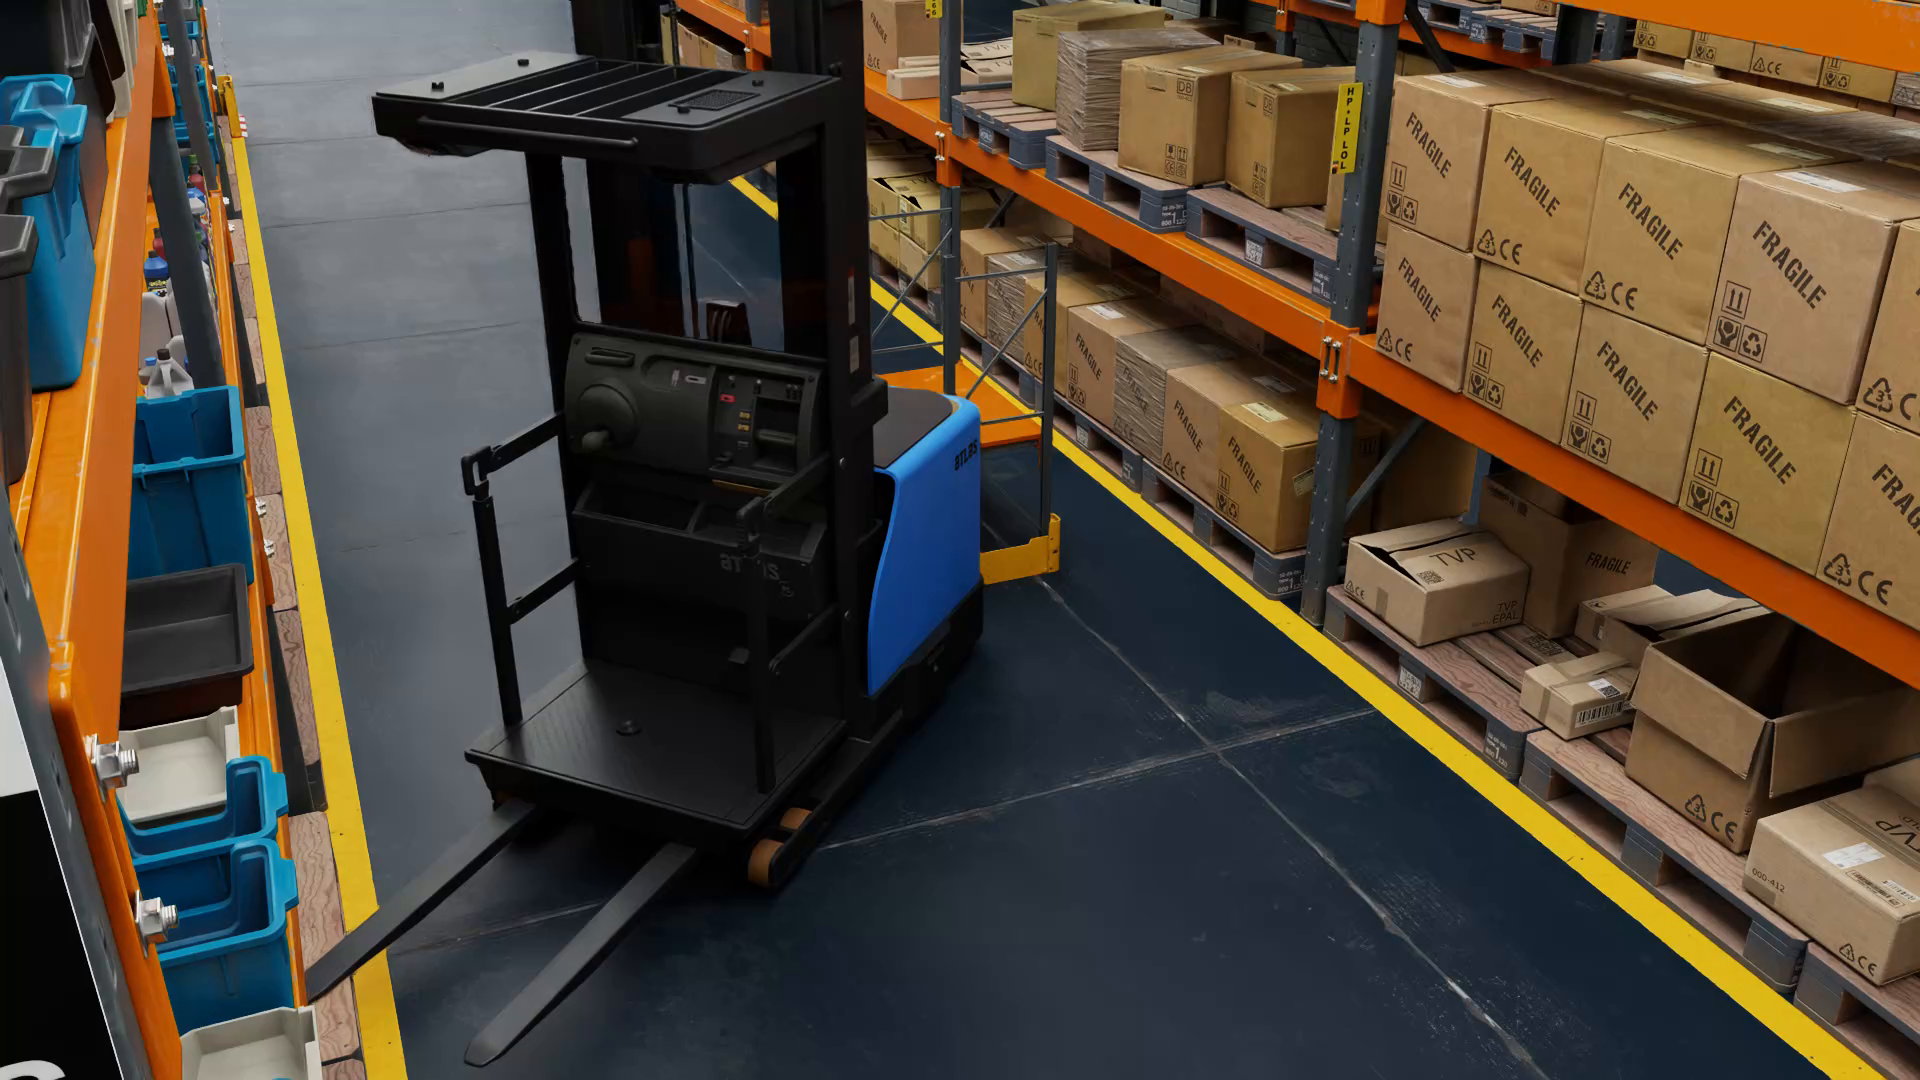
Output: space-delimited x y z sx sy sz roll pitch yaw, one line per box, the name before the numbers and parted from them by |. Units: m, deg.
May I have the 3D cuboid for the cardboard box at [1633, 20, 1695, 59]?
cardboard box | 4.873 -3.499 11.023 0.500 0.500 0.500 -10 28 -19

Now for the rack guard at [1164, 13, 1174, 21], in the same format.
rack guard | 1.815 -5.628 18.706 1.175 0.500 0.348 -11 28 -21

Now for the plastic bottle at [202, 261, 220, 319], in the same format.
plastic bottle | -2.973 -0.988 6.500 0.097 0.271 0.097 0 26 0

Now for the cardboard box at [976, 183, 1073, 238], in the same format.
cardboard box | 0.427 -2.166 10.784 0.500 0.311 0.500 -10 28 -19

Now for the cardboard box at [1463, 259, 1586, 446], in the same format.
cardboard box | 2.081 -0.671 5.591 0.500 0.500 0.500 -10 28 -20

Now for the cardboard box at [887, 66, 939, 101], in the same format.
cardboard box | -0.244 -2.902 10.561 0.380 0.149 0.250 -11 28 -21

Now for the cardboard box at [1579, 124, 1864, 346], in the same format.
cardboard box | 2.257 -0.924 4.971 0.500 0.500 0.500 -11 28 -22

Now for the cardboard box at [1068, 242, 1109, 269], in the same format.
cardboard box | 0.944 -1.436 9.621 0.500 0.500 0.500 -9 28 -19

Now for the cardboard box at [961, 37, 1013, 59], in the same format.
cardboard box | 0.190 -3.053 10.687 0.500 0.311 0.500 -11 28 -21

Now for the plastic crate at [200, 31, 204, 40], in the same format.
plastic crate | -5.852 -3.670 11.918 0.767 0.338 0.504 -11 28 -21

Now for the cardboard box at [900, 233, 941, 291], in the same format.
cardboard box | -0.068 -1.823 10.720 0.500 0.250 0.500 -10 28 -19

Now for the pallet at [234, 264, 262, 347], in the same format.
pallet | -4.939 -1.408 10.393 1.003 0.211 1.213 -11 28 -21

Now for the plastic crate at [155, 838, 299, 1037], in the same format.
plastic crate | -1.374 0.740 2.937 0.416 0.233 0.300 -11 28 -21

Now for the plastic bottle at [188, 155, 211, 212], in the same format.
plastic bottle | -3.646 -1.707 7.961 0.061 0.283 0.133 -11 28 -21

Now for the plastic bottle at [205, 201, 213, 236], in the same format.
plastic bottle | -3.489 -1.488 7.606 0.097 0.201 0.097 0 26 0

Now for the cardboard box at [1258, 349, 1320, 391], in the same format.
cardboard box | 1.744 -0.609 7.927 0.500 0.500 0.500 -10 28 -20

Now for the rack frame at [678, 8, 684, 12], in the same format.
rack frame | -2.771 -5.929 16.474 1.000 3.000 0.127 -11 28 -21

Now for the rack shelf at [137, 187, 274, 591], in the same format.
rack shelf | -3.414 -0.719 6.624 1.077 0.370 4.000 -11 28 -21

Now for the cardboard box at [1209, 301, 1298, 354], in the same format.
cardboard box | 1.572 -1.137 8.152 0.500 0.250 0.500 -11 28 -20

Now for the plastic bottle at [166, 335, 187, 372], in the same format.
plastic bottle | -2.605 -0.579 5.659 0.152 0.276 0.135 -11 28 -21

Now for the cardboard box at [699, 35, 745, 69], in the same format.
cardboard box | -1.972 -4.159 14.650 0.500 0.500 0.500 -11 28 -21

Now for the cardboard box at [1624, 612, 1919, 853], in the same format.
cardboard box | 2.669 0.597 5.452 0.797 0.503 0.637 -11 28 -21

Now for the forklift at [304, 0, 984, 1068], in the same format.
forklift | -0.962 -0.391 5.211 1.130 2.935 3.031 11 28 21

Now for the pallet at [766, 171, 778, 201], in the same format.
pallet | -0.880 -2.770 13.183 1.003 0.211 1.213 -11 28 -21

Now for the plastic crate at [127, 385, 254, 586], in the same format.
plastic crate | -2.134 -0.125 4.536 0.392 0.384 0.575 -11 28 -21

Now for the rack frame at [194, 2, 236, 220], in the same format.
rack frame | -5.764 -3.464 11.427 1.000 3.000 0.127 -11 28 -21

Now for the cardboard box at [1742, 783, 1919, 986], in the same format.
cardboard box | 2.711 1.002 4.910 0.500 0.250 0.500 -11 28 -21

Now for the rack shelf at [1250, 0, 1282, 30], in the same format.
rack shelf | 2.569 -5.651 16.725 1.077 0.370 4.000 -11 28 -21

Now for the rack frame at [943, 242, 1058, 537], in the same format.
rack frame | 0.166 -0.503 7.071 0.500 1.500 0.032 -11 28 -21

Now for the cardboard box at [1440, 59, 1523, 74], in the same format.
cardboard box | 4.217 -3.693 13.387 0.500 0.250 0.500 -11 28 -21

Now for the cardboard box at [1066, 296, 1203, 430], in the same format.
cardboard box | 0.888 -0.917 8.557 0.500 0.500 0.500 -12 28 -22

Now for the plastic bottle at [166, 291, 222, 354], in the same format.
plastic bottle | -2.824 -0.805 6.122 0.152 0.276 0.135 -11 28 -21

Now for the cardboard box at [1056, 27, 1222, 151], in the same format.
cardboard box | 0.895 -2.296 8.441 0.700 0.500 0.500 -5 27 -11

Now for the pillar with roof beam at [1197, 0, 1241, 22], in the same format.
pillar with roof beam | -1.105 -8.604 15.115 9.100 9.000 0.400 -11 28 -21

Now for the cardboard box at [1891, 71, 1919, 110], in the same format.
cardboard box | 5.675 -2.676 9.337 0.500 0.500 0.500 -11 28 -20

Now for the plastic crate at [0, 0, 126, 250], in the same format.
plastic crate | -1.410 -0.604 2.220 0.504 0.338 0.767 -11 28 -21

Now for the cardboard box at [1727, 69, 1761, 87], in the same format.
cardboard box | 5.163 -2.970 10.677 0.380 0.149 0.250 -11 28 -21

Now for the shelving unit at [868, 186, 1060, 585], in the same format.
shelving unit | -0.030 -0.705 7.484 0.587 1.500 1.083 -11 28 -21

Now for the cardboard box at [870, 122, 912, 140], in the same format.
cardboard box | -0.379 -2.994 12.480 0.500 0.311 0.500 -11 28 -21

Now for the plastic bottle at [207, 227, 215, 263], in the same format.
plastic bottle | -3.299 -1.292 7.203 0.097 0.201 0.097 0 26 0

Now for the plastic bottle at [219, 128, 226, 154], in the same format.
plastic bottle | -6.134 -3.280 13.653 0.152 0.276 0.135 -10 28 -20

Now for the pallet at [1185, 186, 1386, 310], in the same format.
pallet | 1.716 -1.339 7.293 1.003 0.211 1.213 -11 28 -21

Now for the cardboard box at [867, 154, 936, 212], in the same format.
cardboard box | -0.474 -2.486 11.440 0.500 0.311 0.500 -11 28 -21

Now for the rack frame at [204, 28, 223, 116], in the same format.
rack frame | -7.330 -5.079 14.734 1.000 3.000 0.127 -11 28 -21

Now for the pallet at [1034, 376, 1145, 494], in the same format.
pallet | 1.094 -0.646 8.833 1.003 0.211 1.213 -11 28 -21

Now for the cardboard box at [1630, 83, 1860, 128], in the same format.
cardboard box | 2.568 -1.213 5.561 0.500 0.500 0.500 -11 28 -22

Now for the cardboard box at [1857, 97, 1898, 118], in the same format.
cardboard box | 5.542 -2.551 9.819 0.380 0.149 0.250 -10 28 -19

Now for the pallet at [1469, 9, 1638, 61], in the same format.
pallet | 4.542 -3.735 12.200 1.213 0.211 1.003 -11 28 -21

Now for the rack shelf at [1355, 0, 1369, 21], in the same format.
rack shelf | 1.145 -2.916 7.706 1.077 0.370 4.000 -11 28 -21

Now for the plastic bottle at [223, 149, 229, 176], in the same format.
plastic bottle | -5.798 -2.989 13.047 0.061 0.283 0.133 -9 28 -18

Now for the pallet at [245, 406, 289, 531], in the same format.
pallet | -3.850 -0.285 8.094 1.003 0.211 1.213 -11 28 -21

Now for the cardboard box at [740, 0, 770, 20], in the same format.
cardboard box | -1.384 -4.537 13.510 0.700 0.500 0.500 -11 28 -22

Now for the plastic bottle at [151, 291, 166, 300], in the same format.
plastic bottle | -3.022 -0.836 6.271 0.097 0.201 0.097 0 26 0

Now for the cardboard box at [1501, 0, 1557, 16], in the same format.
cardboard box | 4.482 -4.203 12.325 0.700 0.500 0.500 -13 29 -25

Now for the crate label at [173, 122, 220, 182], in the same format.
crate label | -4.017 -2.009 8.636 0.303 0.233 0.416 -11 28 -21

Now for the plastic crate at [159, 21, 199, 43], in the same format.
plastic crate | -5.045 -3.065 10.628 0.392 0.384 0.575 -11 28 -21
